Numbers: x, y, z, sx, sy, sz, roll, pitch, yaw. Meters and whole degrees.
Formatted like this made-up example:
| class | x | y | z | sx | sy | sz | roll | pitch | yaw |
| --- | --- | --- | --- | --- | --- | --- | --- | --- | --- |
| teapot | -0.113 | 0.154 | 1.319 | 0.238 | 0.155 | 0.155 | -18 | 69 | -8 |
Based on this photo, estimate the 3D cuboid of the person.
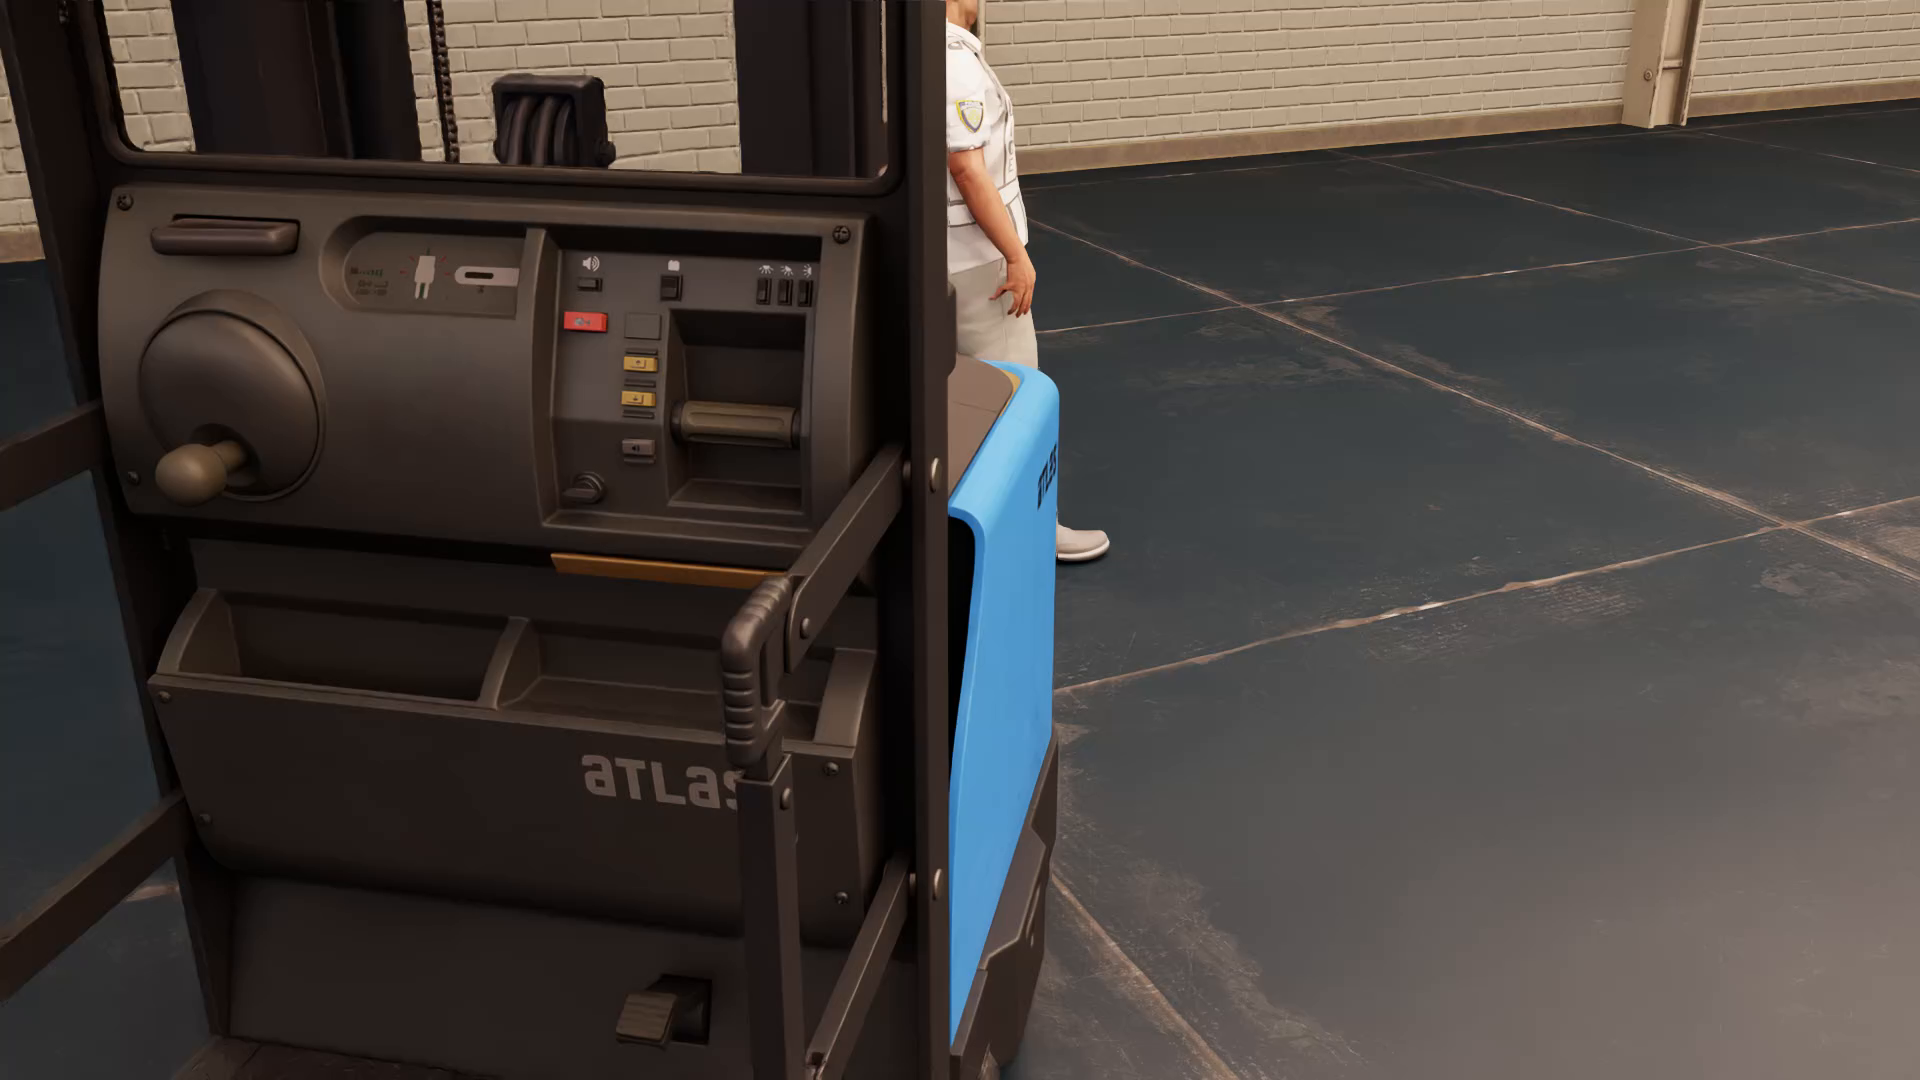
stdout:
| class | x | y | z | sx | sy | sz | roll | pitch | yaw |
| --- | --- | --- | --- | --- | --- | --- | --- | --- | --- |
| person | 0.076 | -0.839 | 4.783 | 0.574 | 1.780 | 0.641 | -10 | 25 | -23 |

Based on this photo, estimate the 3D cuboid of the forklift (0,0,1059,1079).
| class | x | y | z | sx | sy | sz | roll | pitch | yaw |
| --- | --- | --- | --- | --- | --- | --- | --- | --- | --- |
| forklift | -0.606 | -0.180 | 1.719 | 1.130 | 2.935 | 3.031 | 5 | 23 | 11 |
